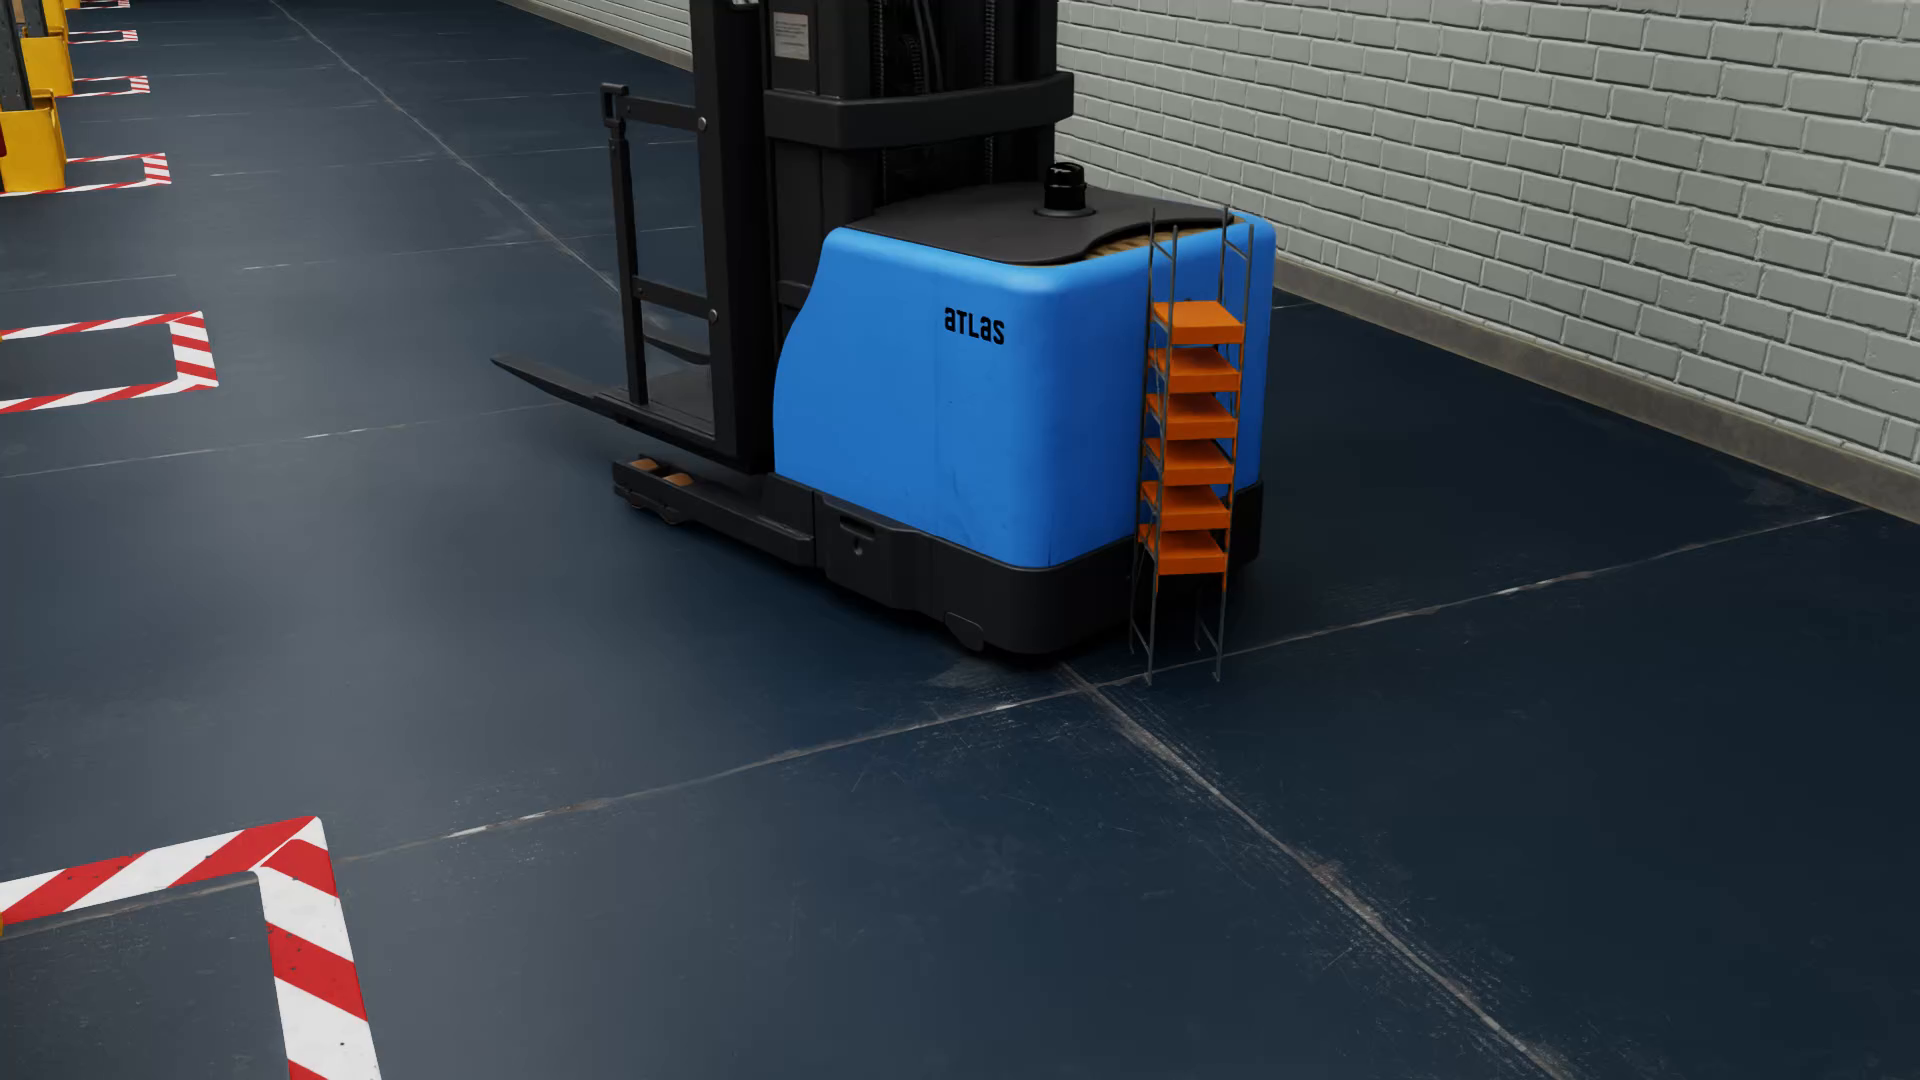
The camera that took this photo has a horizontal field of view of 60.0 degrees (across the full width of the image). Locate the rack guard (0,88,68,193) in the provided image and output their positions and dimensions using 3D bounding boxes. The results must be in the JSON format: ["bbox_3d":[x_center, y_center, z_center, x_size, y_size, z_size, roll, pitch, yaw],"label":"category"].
[{"bbox_3d":[-6.174,-2.665,11.034,0.348,0.500,1.175,-10,25,-24],"label":"rack guard"}]

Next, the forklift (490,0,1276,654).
[{"bbox_3d":[-0.500,-1.525,5.101,1.130,2.935,3.031,-21,30,-40],"label":"forklift"}]

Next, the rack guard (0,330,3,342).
[{"bbox_3d":[-4.204,-0.922,6.824,0.348,0.500,1.175,-10,25,-24],"label":"rack guard"}]

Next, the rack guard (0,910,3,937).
[{"bbox_3d":[-1.876,0.751,2.783,0.348,0.500,1.175,-10,25,-24],"label":"rack guard"}]

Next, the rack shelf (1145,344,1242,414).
[{"bbox_3d":[0.576,-0.404,4.143,0.180,0.103,0.258,-2,23,-7],"label":"rack shelf"}]

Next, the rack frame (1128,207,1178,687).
[{"bbox_3d":[0.484,-0.219,4.206,0.006,1.200,0.240,-2,23,-7],"label":"rack frame"}]

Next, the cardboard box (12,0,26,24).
[{"bbox_3d":[-10.872,-6.104,18.766,0.500,0.500,0.500,-10,25,-24],"label":"cardboard box"}]

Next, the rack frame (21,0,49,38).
[{"bbox_3d":[-8.344,-5.523,14.670,0.127,3.000,1.000,-10,25,-24],"label":"rack frame"}]

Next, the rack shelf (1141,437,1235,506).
[{"bbox_3d":[0.574,-0.182,4.234,0.180,0.103,0.258,-2,23,-7],"label":"rack shelf"}]

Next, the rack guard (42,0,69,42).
[{"bbox_3d":[-10.557,-6.063,19.243,0.348,0.500,1.175,-10,25,-24],"label":"rack guard"}]

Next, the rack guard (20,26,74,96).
[{"bbox_3d":[-8.328,-4.376,15.168,0.348,0.500,1.175,-10,25,-24],"label":"rack guard"}]

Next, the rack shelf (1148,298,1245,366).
[{"bbox_3d":[0.577,-0.515,4.097,0.180,0.103,0.258,-2,23,-7],"label":"rack shelf"}]

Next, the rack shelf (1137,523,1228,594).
[{"bbox_3d":[0.572,0.040,4.325,0.180,0.103,0.258,-2,23,-7],"label":"rack shelf"}]

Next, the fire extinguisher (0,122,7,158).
[{"bbox_3d":[-3.708,-1.764,6.179,0.183,0.674,0.296,-10,25,-24],"label":"fire extinguisher"}]

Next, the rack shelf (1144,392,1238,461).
[{"bbox_3d":[0.575,-0.293,4.188,0.180,0.103,0.258,-2,23,-7],"label":"rack shelf"}]

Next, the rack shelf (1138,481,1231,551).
[{"bbox_3d":[0.573,-0.071,4.280,0.180,0.103,0.258,-2,23,-7],"label":"rack shelf"}]

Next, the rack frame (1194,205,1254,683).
[{"bbox_3d":[0.665,-0.227,4.228,0.006,1.200,0.240,-2,23,-7],"label":"rack frame"}]

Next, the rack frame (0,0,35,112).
[{"bbox_3d":[-6.195,-3.816,10.546,0.127,3.000,1.000,-10,25,-24],"label":"rack frame"}]

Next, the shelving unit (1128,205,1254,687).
[{"bbox_3d":[0.574,-0.223,4.217,0.189,1.200,0.258,-2,23,-7],"label":"shelving unit"}]

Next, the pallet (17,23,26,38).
[{"bbox_3d":[-11.275,-5.797,18.978,1.213,0.211,1.003,-10,25,-24],"label":"pallet"}]

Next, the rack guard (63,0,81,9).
[{"bbox_3d":[-12.619,-7.786,23.405,0.348,0.500,1.175,-10,25,-24],"label":"rack guard"}]
